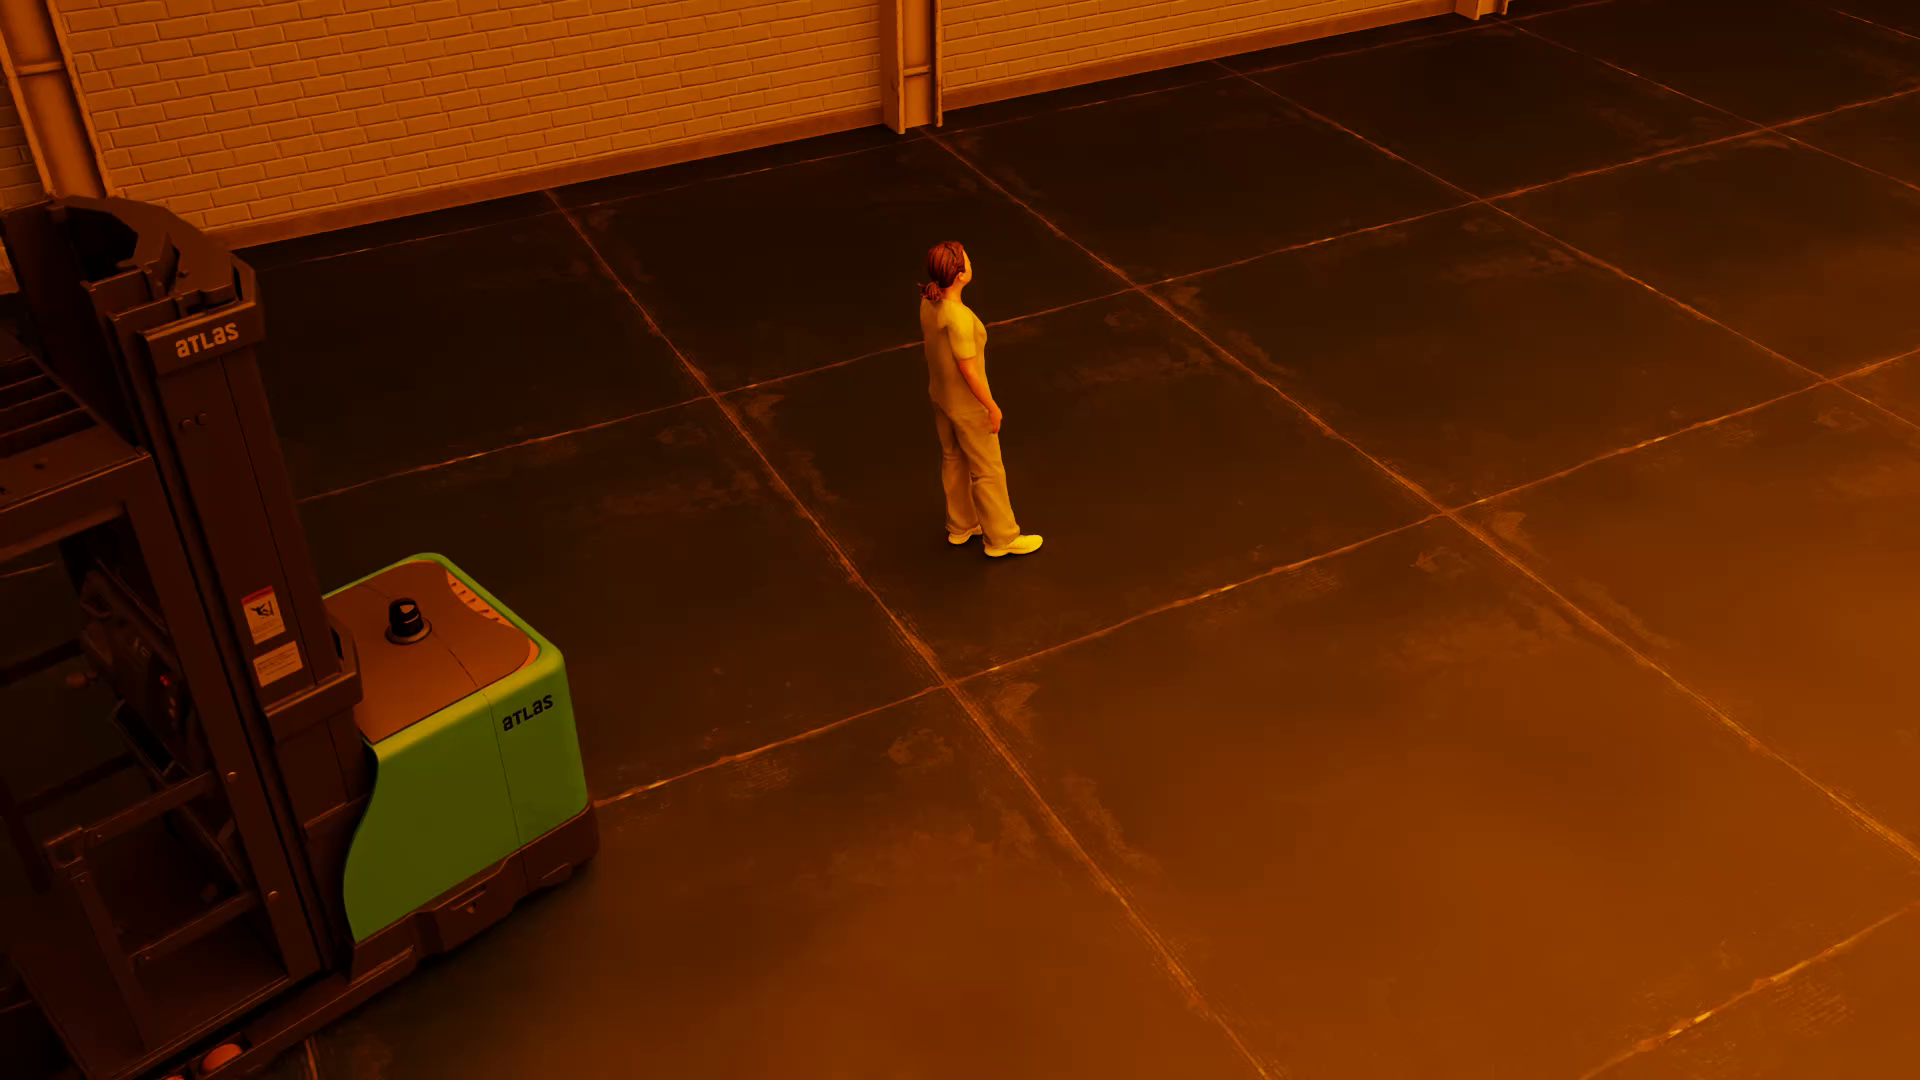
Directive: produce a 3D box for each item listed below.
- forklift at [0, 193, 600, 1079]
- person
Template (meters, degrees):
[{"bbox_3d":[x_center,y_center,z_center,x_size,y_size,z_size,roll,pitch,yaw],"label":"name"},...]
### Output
[{"bbox_3d":[-2.879,0.497,5.420,3.031,2.935,1.130,-29,45,-35],"label":"forklift"},{"bbox_3d":[0.072,-0.703,8.193,0.548,1.673,0.549,-17,39,-23],"label":"person"}]
